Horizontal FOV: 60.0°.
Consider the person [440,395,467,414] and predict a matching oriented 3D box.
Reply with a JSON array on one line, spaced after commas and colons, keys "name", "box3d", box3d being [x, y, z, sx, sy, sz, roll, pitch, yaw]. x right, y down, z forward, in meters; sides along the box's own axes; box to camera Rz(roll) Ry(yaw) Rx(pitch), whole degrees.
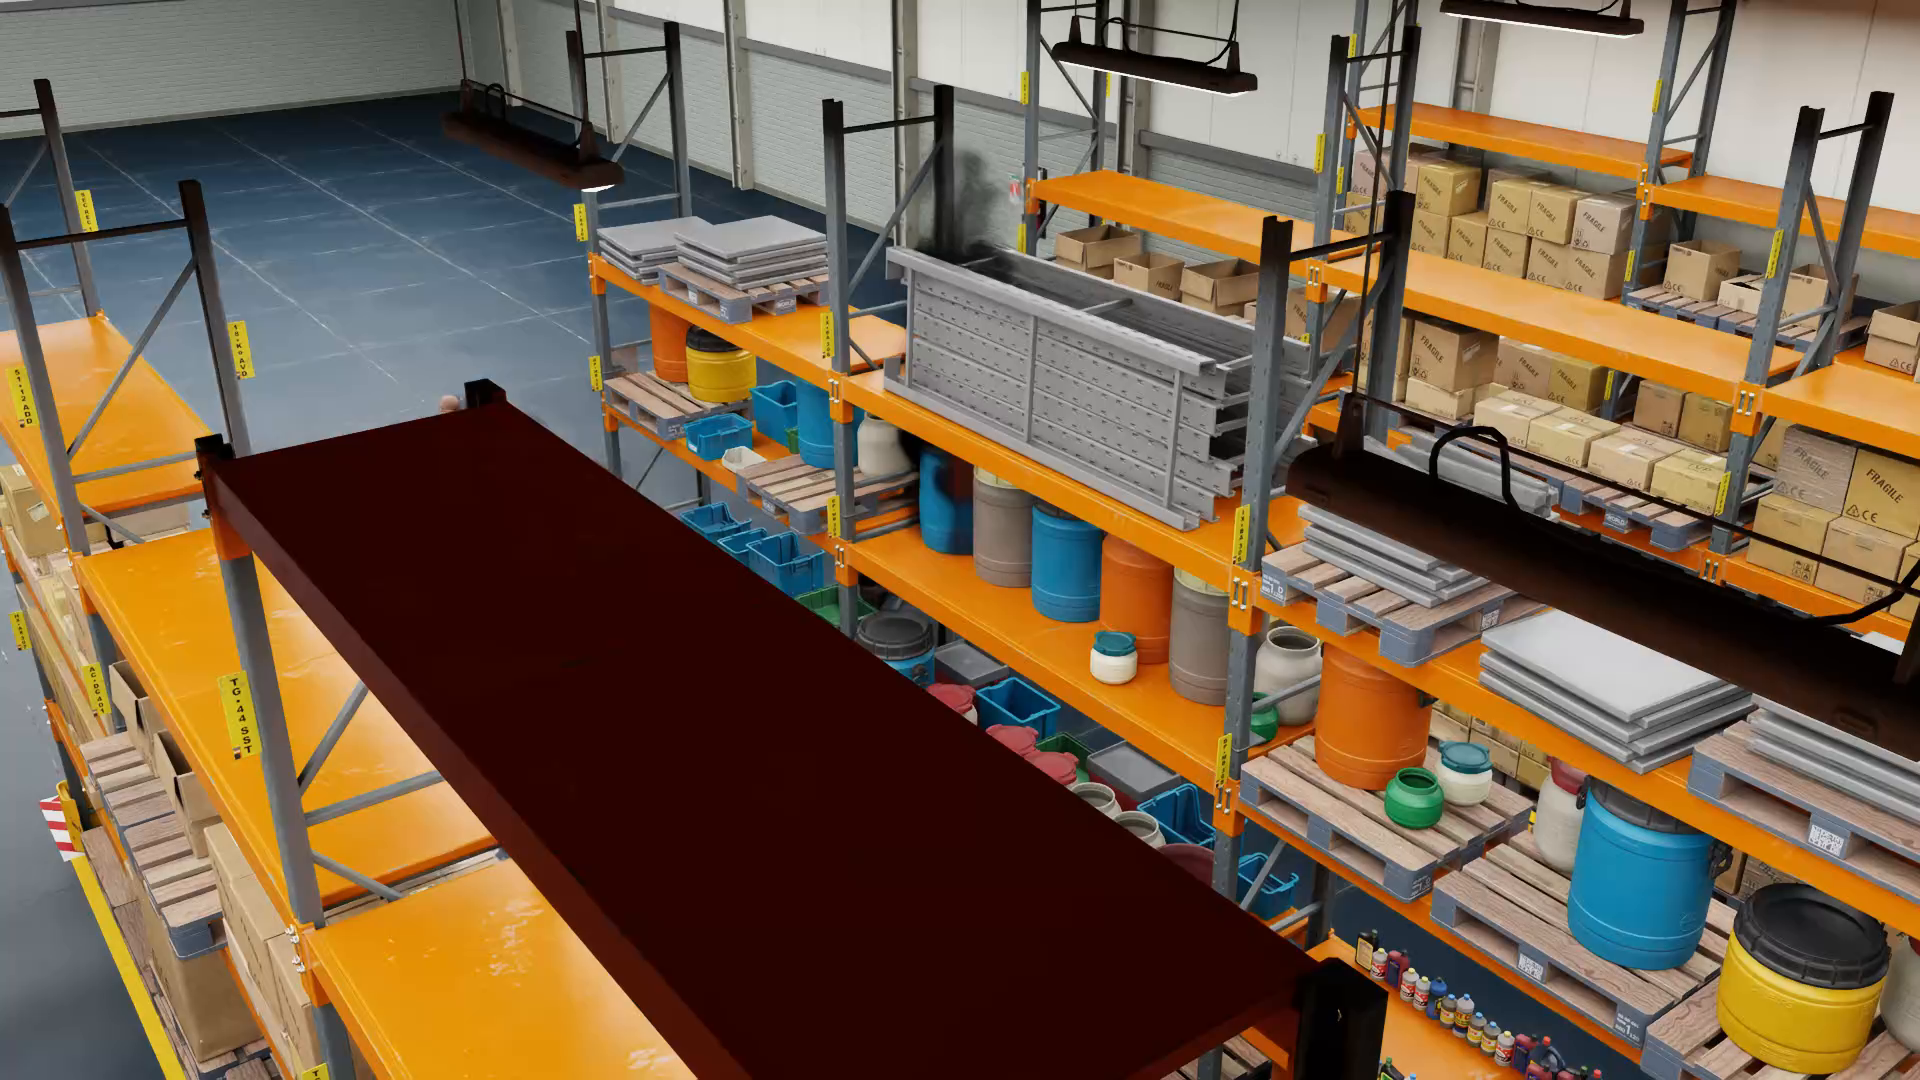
[{"name": "person", "box3d": [-5.376, -0.823, 18.847, 1.058, 1.704, 0.748, 0, 25, 1]}]

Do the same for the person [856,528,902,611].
[{"name": "person", "box3d": [-0.828, 0.388, 16.148, 0.651, 1.693, 0.607, -16, 29, -30]}]

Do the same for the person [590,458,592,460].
[{"name": "person", "box3d": [-3.833, -0.127, 17.338, 0.794, 1.560, 0.546, 0, 25, 1]}]
